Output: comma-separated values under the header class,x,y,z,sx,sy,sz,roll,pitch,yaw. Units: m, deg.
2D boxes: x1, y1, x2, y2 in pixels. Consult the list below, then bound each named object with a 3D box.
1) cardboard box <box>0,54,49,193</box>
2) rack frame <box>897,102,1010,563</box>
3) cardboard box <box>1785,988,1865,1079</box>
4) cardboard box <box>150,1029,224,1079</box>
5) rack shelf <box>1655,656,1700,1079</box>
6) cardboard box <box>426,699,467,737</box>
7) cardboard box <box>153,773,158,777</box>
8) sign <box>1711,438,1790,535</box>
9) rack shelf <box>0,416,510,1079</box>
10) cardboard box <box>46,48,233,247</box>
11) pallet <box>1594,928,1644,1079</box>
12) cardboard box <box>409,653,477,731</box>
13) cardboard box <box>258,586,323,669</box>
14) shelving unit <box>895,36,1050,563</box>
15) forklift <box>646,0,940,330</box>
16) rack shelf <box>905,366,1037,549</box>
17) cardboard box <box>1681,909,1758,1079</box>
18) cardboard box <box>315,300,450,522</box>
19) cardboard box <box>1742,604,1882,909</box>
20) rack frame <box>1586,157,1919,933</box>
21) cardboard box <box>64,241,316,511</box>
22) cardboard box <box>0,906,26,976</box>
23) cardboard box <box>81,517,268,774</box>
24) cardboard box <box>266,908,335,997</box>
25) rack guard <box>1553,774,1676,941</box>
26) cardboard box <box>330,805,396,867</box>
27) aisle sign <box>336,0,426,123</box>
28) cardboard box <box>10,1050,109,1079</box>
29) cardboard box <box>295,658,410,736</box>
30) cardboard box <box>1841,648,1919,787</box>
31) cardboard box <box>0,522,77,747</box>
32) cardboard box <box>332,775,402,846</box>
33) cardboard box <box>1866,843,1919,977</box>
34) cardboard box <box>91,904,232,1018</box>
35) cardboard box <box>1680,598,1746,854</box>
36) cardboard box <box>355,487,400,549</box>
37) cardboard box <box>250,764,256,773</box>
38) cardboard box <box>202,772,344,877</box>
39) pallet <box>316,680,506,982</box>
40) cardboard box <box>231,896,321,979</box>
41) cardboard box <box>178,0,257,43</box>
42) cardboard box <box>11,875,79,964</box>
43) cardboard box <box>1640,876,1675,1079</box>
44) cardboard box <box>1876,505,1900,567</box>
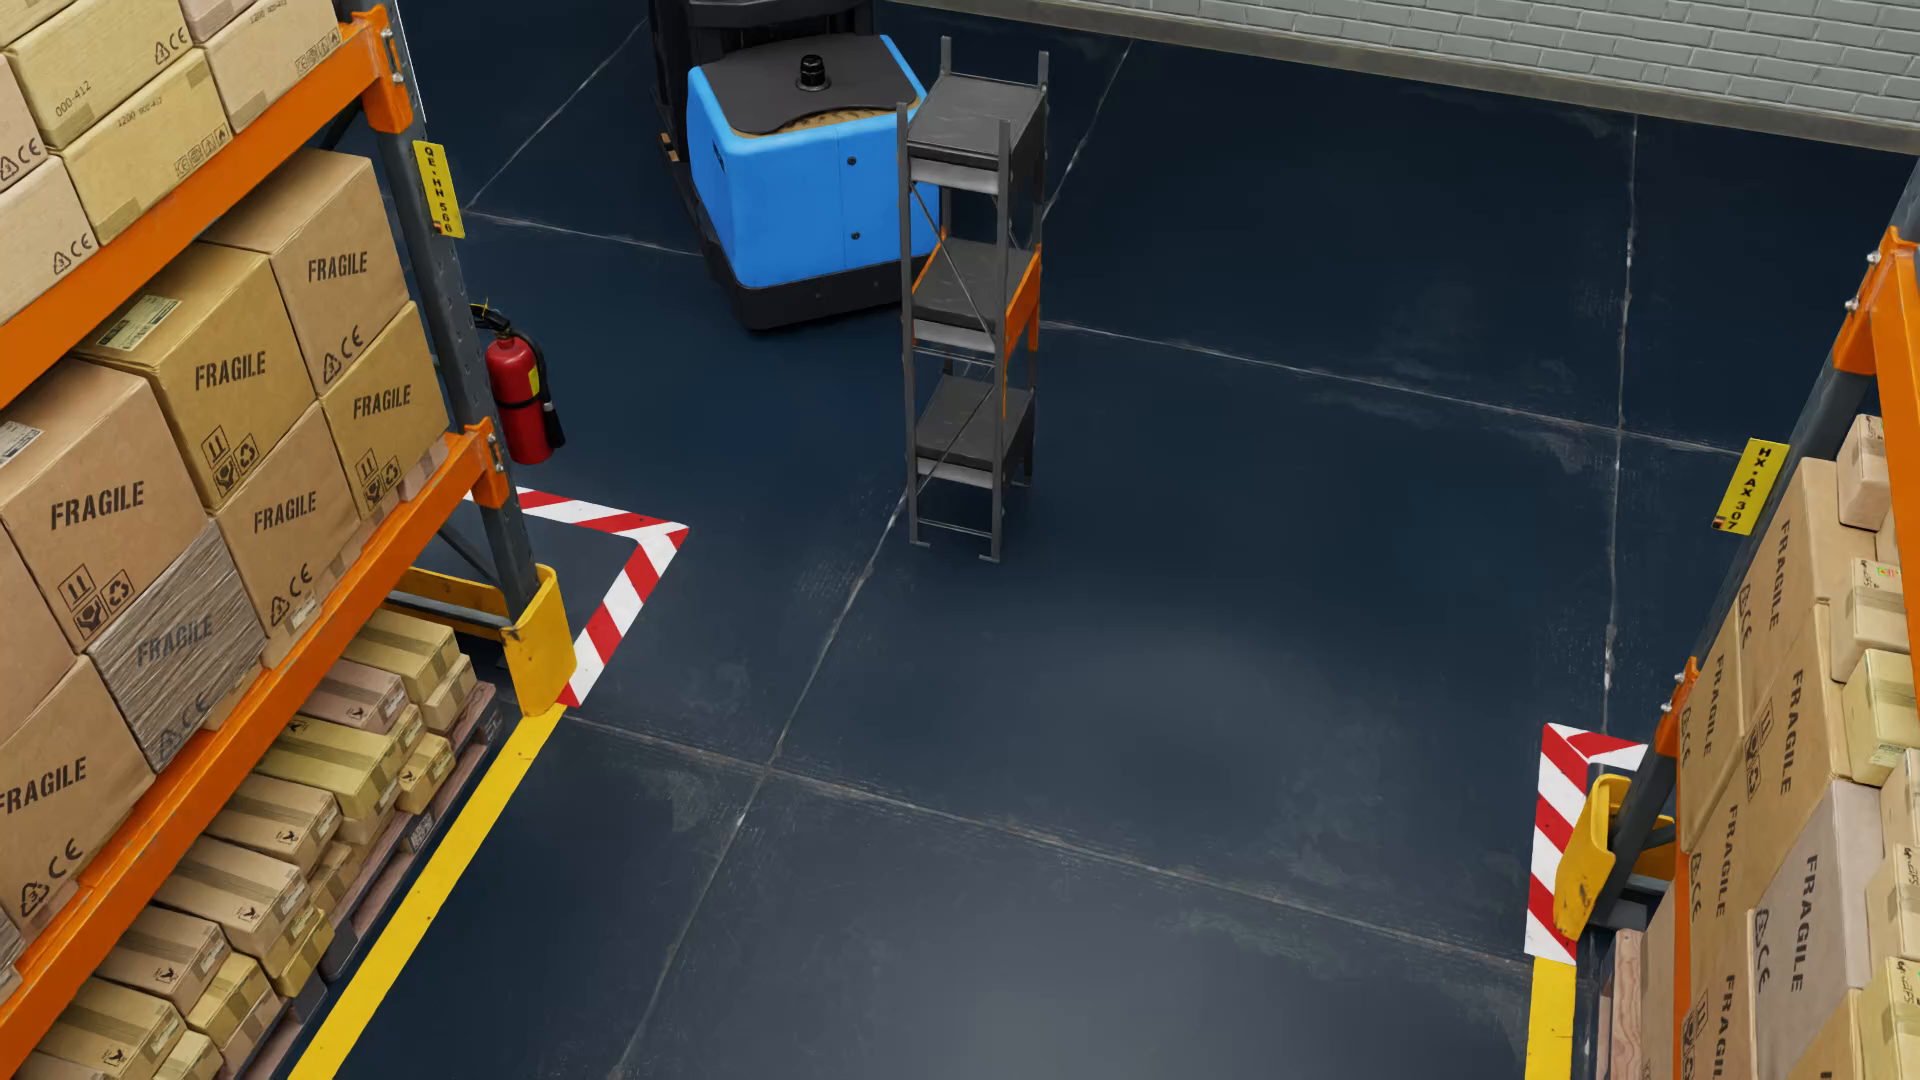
class,x,y,z,sx,sy,sz,roll,pitch,yaw
cardboard box,-2.306,-0.816,3.444,0.500,0.250,0.500,13,46,13
rack frame,-0.024,-0.698,6.361,0.400,2.100,0.015,13,46,12
cardboard box,1.785,1.209,2.983,0.500,0.500,0.500,13,46,13
cardboard box,-2.438,1.564,4.932,0.380,0.149,0.250,13,46,13
rack shelf,2.045,1.909,3.568,1.077,0.370,4.000,13,46,13
cardboard box,-2.058,0.602,6.127,0.380,0.149,0.250,13,46,13
cardboard box,-2.401,0.545,4.627,0.380,0.149,0.250,11,45,11
sign,2.123,-0.140,4.472,0.100,0.325,0.005,13,46,13
rack shelf,-2.703,0.928,4.570,1.077,0.370,4.000,13,46,13
cardboard box,-2.131,-0.980,3.968,0.500,0.250,0.500,13,46,13
pallet,2.483,1.865,5.092,1.003,0.211,1.213,13,46,13
cardboard box,-1.986,0.513,6.006,0.380,0.149,0.250,11,46,11
cardboard box,-2.155,0.208,4.971,0.380,0.149,0.250,14,46,14
shelving unit,0.050,-0.861,6.527,0.431,2.100,0.503,13,46,12
forklift,-1.058,-3.119,8.241,1.130,2.935,3.031,-14,46,-14
rack shelf,0.050,-0.351,7.026,0.431,0.518,0.480,13,46,12
cardboard box,1.934,1.221,3.685,0.500,0.500,0.500,12,46,12
cardboard box,-1.988,-0.450,5.180,0.500,0.500,0.500,13,46,13
cardboard box,2.084,0.531,3.675,0.500,0.500,0.500,11,46,11
rack frame,2.651,0.319,4.678,1.000,3.000,0.127,13,46,13
cardboard box,-2.153,-0.466,4.482,0.500,0.500,0.500,11,45,11
cardboard box,-2.589,0.926,3.774,0.500,0.500,0.500,12,46,12
cardboard box,-2.294,0.232,4.483,0.500,0.500,0.500,13,46,13
cardboard box,-2.282,1.303,5.411,0.380,0.149,0.250,11,45,11
rack guard,2.658,1.196,5.569,1.175,0.500,0.348,13,46,13
cardboard box,-2.202,0.952,5.769,0.380,0.149,0.250,12,46,12
aisle sign,-1.790,-1.576,4.757,0.394,0.787,0.004,13,46,13
cardboard box,-2.622,1.594,4.688,0.380,0.149,0.250,11,45,11
cardboard box,-2.147,0.556,5.749,0.380,0.149,0.250,13,46,13
cardboard box,2.017,0.390,3.356,0.380,0.149,0.250,11,45,11
cardboard box,-2.459,0.236,3.764,0.500,0.500,0.500,11,45,11
cardboard box,-2.141,0.859,5.651,0.380,0.149,0.250,11,45,11
cardboard box,1.872,0.734,3.004,0.380,0.149,0.250,13,46,13
cardboard box,-2.457,1.258,5.032,0.380,0.149,0.250,11,45,11
cardboard box,2.232,0.542,4.379,0.500,0.500,0.500,12,46,12
cardboard box,-2.038,-0.137,5.324,0.380,0.149,0.250,12,46,12
cardboard box,-2.628,0.748,5.766,0.380,0.149,0.250,13,46,13
cardboard box,-2.244,0.915,5.382,0.380,0.149,0.250,11,45,11
pallet,-2.400,0.919,6.059,1.003,0.211,1.213,13,46,13
cardboard box,-2.286,1.207,5.296,0.380,0.149,0.250,13,46,13
cardboard box,-1.995,-1.498,4.141,0.500,0.250,0.500,11,45,11
cardboard box,-2.522,0.898,4.266,0.380,0.149,0.250,14,46,14
cardboard box,2.546,1.546,4.956,0.875,0.438,0.875,11,45,11
cardboard box,2.268,0.062,3.691,0.380,0.149,0.250,14,46,13
